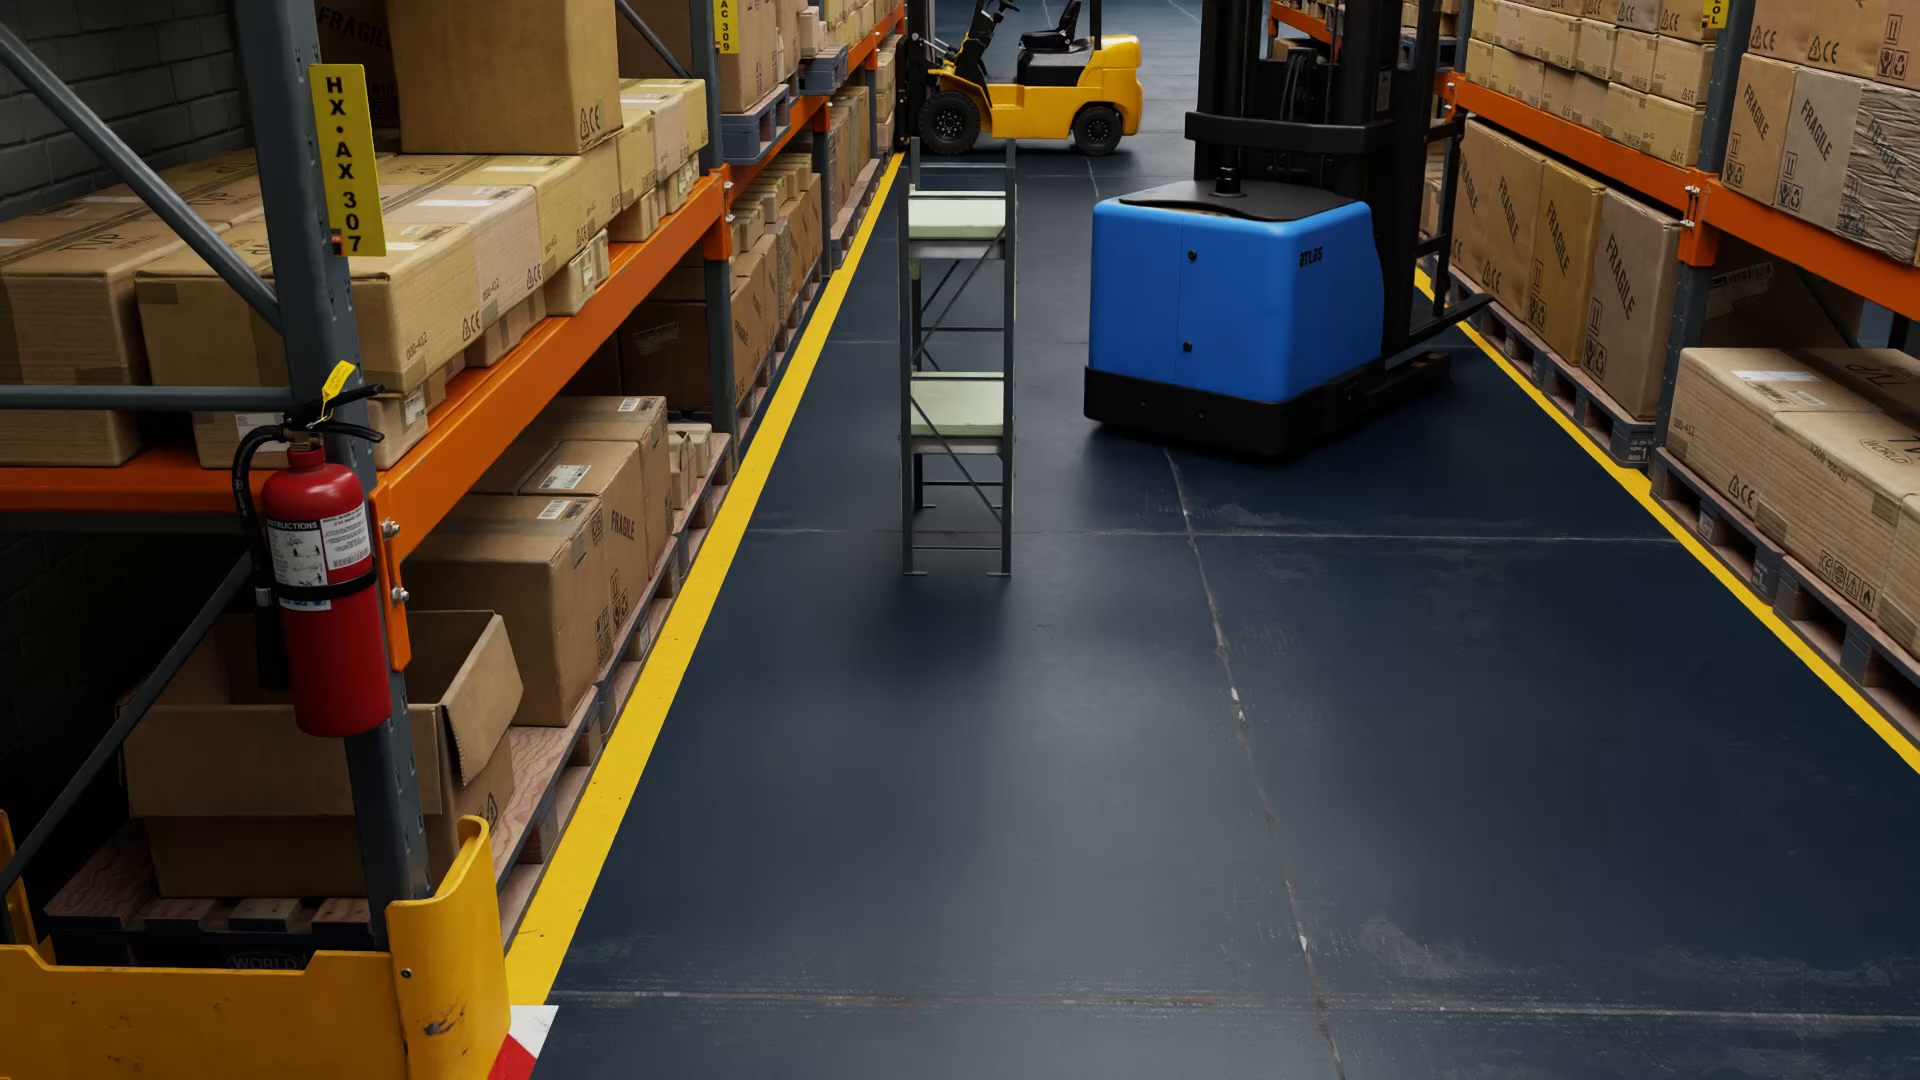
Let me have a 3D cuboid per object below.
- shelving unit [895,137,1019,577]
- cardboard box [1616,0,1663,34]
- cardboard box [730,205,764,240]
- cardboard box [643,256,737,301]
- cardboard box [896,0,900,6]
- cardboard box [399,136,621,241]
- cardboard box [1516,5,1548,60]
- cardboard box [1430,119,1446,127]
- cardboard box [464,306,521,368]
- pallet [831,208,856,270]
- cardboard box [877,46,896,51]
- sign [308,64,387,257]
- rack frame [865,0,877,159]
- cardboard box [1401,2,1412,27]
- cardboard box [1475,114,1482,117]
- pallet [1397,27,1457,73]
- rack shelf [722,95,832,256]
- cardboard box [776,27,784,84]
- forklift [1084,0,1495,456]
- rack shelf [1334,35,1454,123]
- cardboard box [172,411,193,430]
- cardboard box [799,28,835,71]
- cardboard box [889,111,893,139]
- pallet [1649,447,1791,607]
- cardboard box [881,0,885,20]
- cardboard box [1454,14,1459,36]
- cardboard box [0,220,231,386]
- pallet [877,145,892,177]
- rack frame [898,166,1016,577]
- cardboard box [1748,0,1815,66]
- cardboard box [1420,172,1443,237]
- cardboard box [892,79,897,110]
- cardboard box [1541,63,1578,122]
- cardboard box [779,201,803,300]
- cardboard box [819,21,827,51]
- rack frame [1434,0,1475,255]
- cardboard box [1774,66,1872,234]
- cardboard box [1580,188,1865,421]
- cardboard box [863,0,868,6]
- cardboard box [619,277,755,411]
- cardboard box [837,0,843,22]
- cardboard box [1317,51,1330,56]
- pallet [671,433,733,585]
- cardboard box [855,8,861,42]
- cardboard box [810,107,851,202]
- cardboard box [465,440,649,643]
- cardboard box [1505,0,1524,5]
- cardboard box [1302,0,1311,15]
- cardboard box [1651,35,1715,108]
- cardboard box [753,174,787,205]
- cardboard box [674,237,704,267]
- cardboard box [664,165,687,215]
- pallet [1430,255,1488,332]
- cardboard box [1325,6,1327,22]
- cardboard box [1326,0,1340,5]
[{"bbox_3d":[0.000,-0.702,6.264,0.431,1.500,0.755,1,21,2],"label":"shelving unit"},{"bbox_3d":[3.257,-2.509,7.328,0.500,0.500,0.500,1,21,3],"label":"cardboard box"},{"bbox_3d":[-1.222,-1.631,8.563,0.380,0.149,0.250,1,21,4],"label":"cardboard box"},{"bbox_3d":[-1.199,-1.158,7.344,0.380,0.149,0.250,2,21,4],"label":"cardboard box"},{"bbox_3d":[-0.889,-5.715,16.974,0.500,0.500,0.500,1,21,3],"label":"cardboard box"},{"bbox_3d":[-1.293,-1.032,4.839,0.500,0.250,0.500,0,21,0],"label":"cardboard box"},{"bbox_3d":[3.301,-2.707,8.875,0.500,0.250,0.500,1,21,1],"label":"cardboard box"},{"bbox_3d":[3.715,-3.318,13.987,0.950,0.372,0.625,1,21,2],"label":"cardboard box"},{"bbox_3d":[-1.310,-0.529,4.093,0.380,0.149,0.250,1,21,3],"label":"cardboard box"},{"bbox_3d":[-1.290,-2.142,11.757,1.003,0.211,1.213,1,21,2],"label":"pallet"},{"bbox_3d":[-0.851,-4.697,16.325,0.500,0.250,0.500,0,21,1],"label":"cardboard box"},{"bbox_3d":[-1.055,-0.650,2.860,0.100,0.325,0.005,1,21,2],"label":"sign"},{"bbox_3d":[-1.233,-4.591,14.214,1.000,3.000,0.127,1,21,2],"label":"rack frame"},{"bbox_3d":[3.291,-3.671,11.610,0.380,0.149,0.250,1,21,3],"label":"cardboard box"},{"bbox_3d":[5.122,-3.746,15.488,0.500,0.500,0.500,18,27,38],"label":"cardboard box"},{"bbox_3d":[3.522,-3.261,11.051,1.213,0.211,1.003,1,21,2],"label":"pallet"},{"bbox_3d":[-1.415,-2.086,8.753,1.077,0.370,4.000,1,21,2],"label":"rack shelf"},{"bbox_3d":[-1.050,-2.329,7.991,0.396,0.266,0.258,2,21,4],"label":"cardboard box"},{"bbox_3d":[1.881,-2.202,8.153,1.130,2.935,3.031,16,26,35],"label":"forklift"},{"bbox_3d":[3.668,-3.479,12.343,1.077,0.370,4.000,1,21,2],"label":"rack shelf"},{"bbox_3d":[-1.787,-0.349,3.628,0.380,0.149,0.250,1,21,3],"label":"cardboard box"},{"bbox_3d":[-1.097,-3.232,10.920,0.500,0.250,0.500,1,21,2],"label":"cardboard box"},{"bbox_3d":[-0.887,-3.860,15.550,0.500,0.250,0.500,0,21,0],"label":"cardboard box"},{"bbox_3d":[3.384,-0.071,6.420,1.003,0.211,1.213,1,21,2],"label":"pallet"},{"bbox_3d":[-0.959,-4.983,15.087,0.500,0.500,0.500,1,21,3],"label":"cardboard box"},{"bbox_3d":[3.382,-3.291,10.631,0.380,0.149,0.250,1,21,4],"label":"cardboard box"},{"bbox_3d":[-1.849,-0.490,3.441,0.500,0.250,0.500,1,21,3],"label":"cardboard box"},{"bbox_3d":[-1.167,-3.578,15.458,1.003,0.211,1.213,1,21,2],"label":"pallet"},{"bbox_3d":[-0.011,-0.569,5.923,0.400,1.500,0.023,1,21,2],"label":"rack frame"},{"bbox_3d":[3.229,-1.988,5.986,0.500,0.500,0.500,1,21,2],"label":"cardboard box"},{"bbox_3d":[3.634,-2.266,11.274,0.950,0.372,0.625,-1,21,-2],"label":"cardboard box"},{"bbox_3d":[-0.869,-4.273,15.924,0.500,0.250,0.500,0,21,1],"label":"cardboard box"},{"bbox_3d":[3.310,-2.293,8.499,0.500,0.250,0.500,1,21,2],"label":"cardboard box"},{"bbox_3d":[-1.191,-1.649,9.508,0.500,0.500,0.500,2,21,4],"label":"cardboard box"},{"bbox_3d":[-0.991,-2.981,9.833,0.380,0.149,0.250,1,21,3],"label":"cardboard box"},{"bbox_3d":[3.607,-3.091,10.349,1.000,3.000,0.127,1,21,2],"label":"rack frame"},{"bbox_3d":[3.190,-1.343,5.705,0.500,0.500,0.500,1,21,2],"label":"cardboard box"},{"bbox_3d":[3.424,-1.075,7.510,0.875,0.875,0.875,1,21,3],"label":"cardboard box"},{"bbox_3d":[-1.000,-4.387,13.206,0.500,0.250,0.500,0,21,0],"label":"cardboard box"},{"bbox_3d":[-1.236,-0.901,7.579,0.500,0.500,0.500,2,21,4],"label":"cardboard box"},{"bbox_3d":[-1.080,-3.646,11.296,0.500,0.250,0.500,1,21,3],"label":"cardboard box"},{"bbox_3d":[3.507,-4.386,15.871,0.500,0.500,0.500,2,21,4],"label":"cardboard box"},{"bbox_3d":[-1.498,-0.150,6.623,1.003,0.211,1.213,1,21,2],"label":"pallet"},{"bbox_3d":[-1.042,-3.975,12.833,0.500,0.250,0.500,1,21,2],"label":"cardboard box"},{"bbox_3d":[-1.289,-2.938,12.657,0.875,0.625,0.625,0,21,-1],"label":"cardboard box"},{"bbox_3d":[-1.303,-0.001,5.260,0.500,0.500,0.500,1,21,3],"label":"cardboard box"},{"bbox_3d":[3.342,-3.249,9.235,0.500,0.500,0.500,1,21,2],"label":"cardboard box"},{"bbox_3d":[3.471,-5.093,15.855,0.380,0.149,0.250,1,21,2],"label":"cardboard box"},{"bbox_3d":[3.256,-1.970,6.976,0.500,0.250,0.500,1,21,2],"label":"cardboard box"},{"bbox_3d":[-1.199,-2.007,9.534,0.380,0.149,0.250,1,21,3],"label":"cardboard box"},{"bbox_3d":[-1.260,-1.297,7.292,0.380,0.149,0.250,0,21,1],"label":"cardboard box"},{"bbox_3d":[-1.203,-1.274,6.014,0.380,0.149,0.250,1,21,3],"label":"cardboard box"},{"bbox_3d":[3.508,-1.507,10.121,1.003,0.211,1.213,1,21,2],"label":"pallet"},{"bbox_3d":[3.435,-4.630,14.663,0.380,0.149,0.250,1,21,3],"label":"cardboard box"},{"bbox_3d":[3.494,-4.886,14.426,0.500,0.500,0.500,0,21,0],"label":"cardboard box"}]
